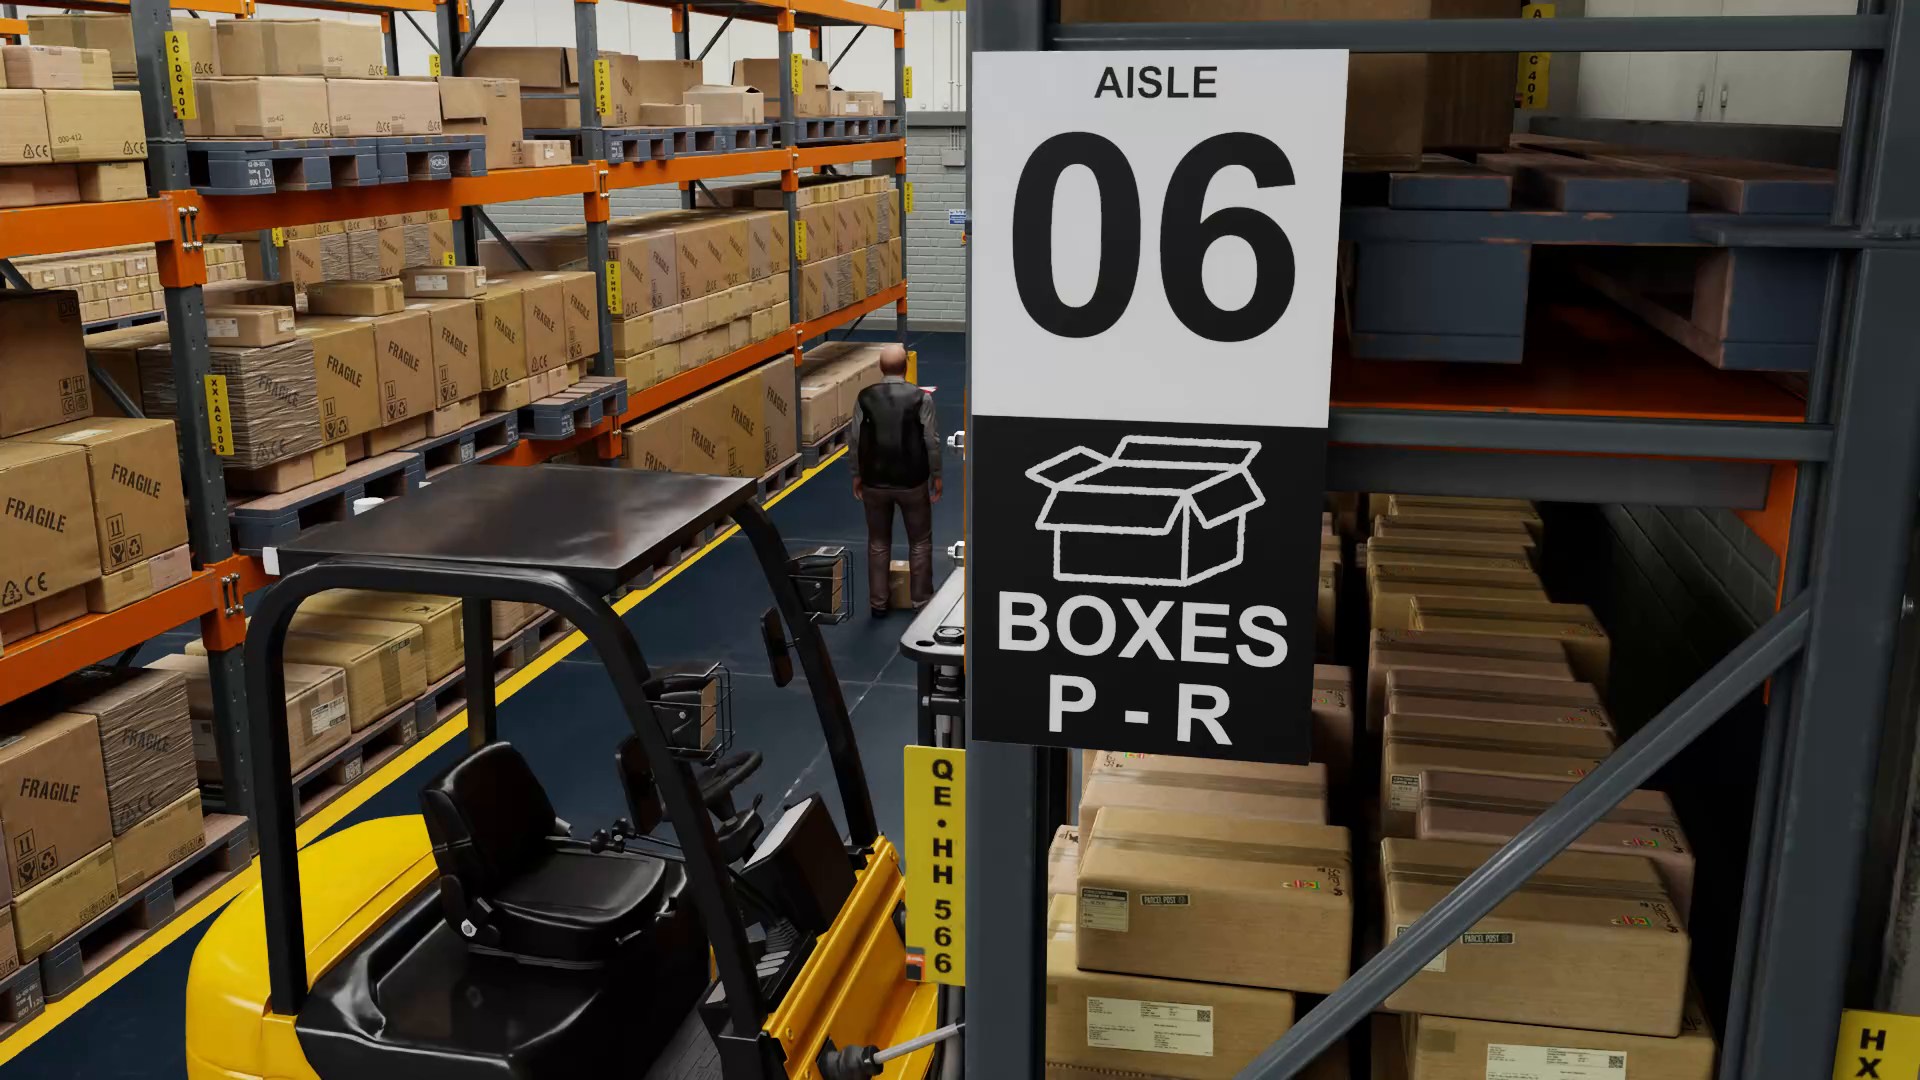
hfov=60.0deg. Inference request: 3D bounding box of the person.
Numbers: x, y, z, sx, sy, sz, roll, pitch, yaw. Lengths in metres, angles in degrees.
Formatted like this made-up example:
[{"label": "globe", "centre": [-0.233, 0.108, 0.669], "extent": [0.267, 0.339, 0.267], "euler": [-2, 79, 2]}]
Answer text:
[{"label": "person", "centre": [-0.405, -0.354, 10.420], "extent": [0.589, 1.721, 0.414], "euler": [2, 15, 9]}]
